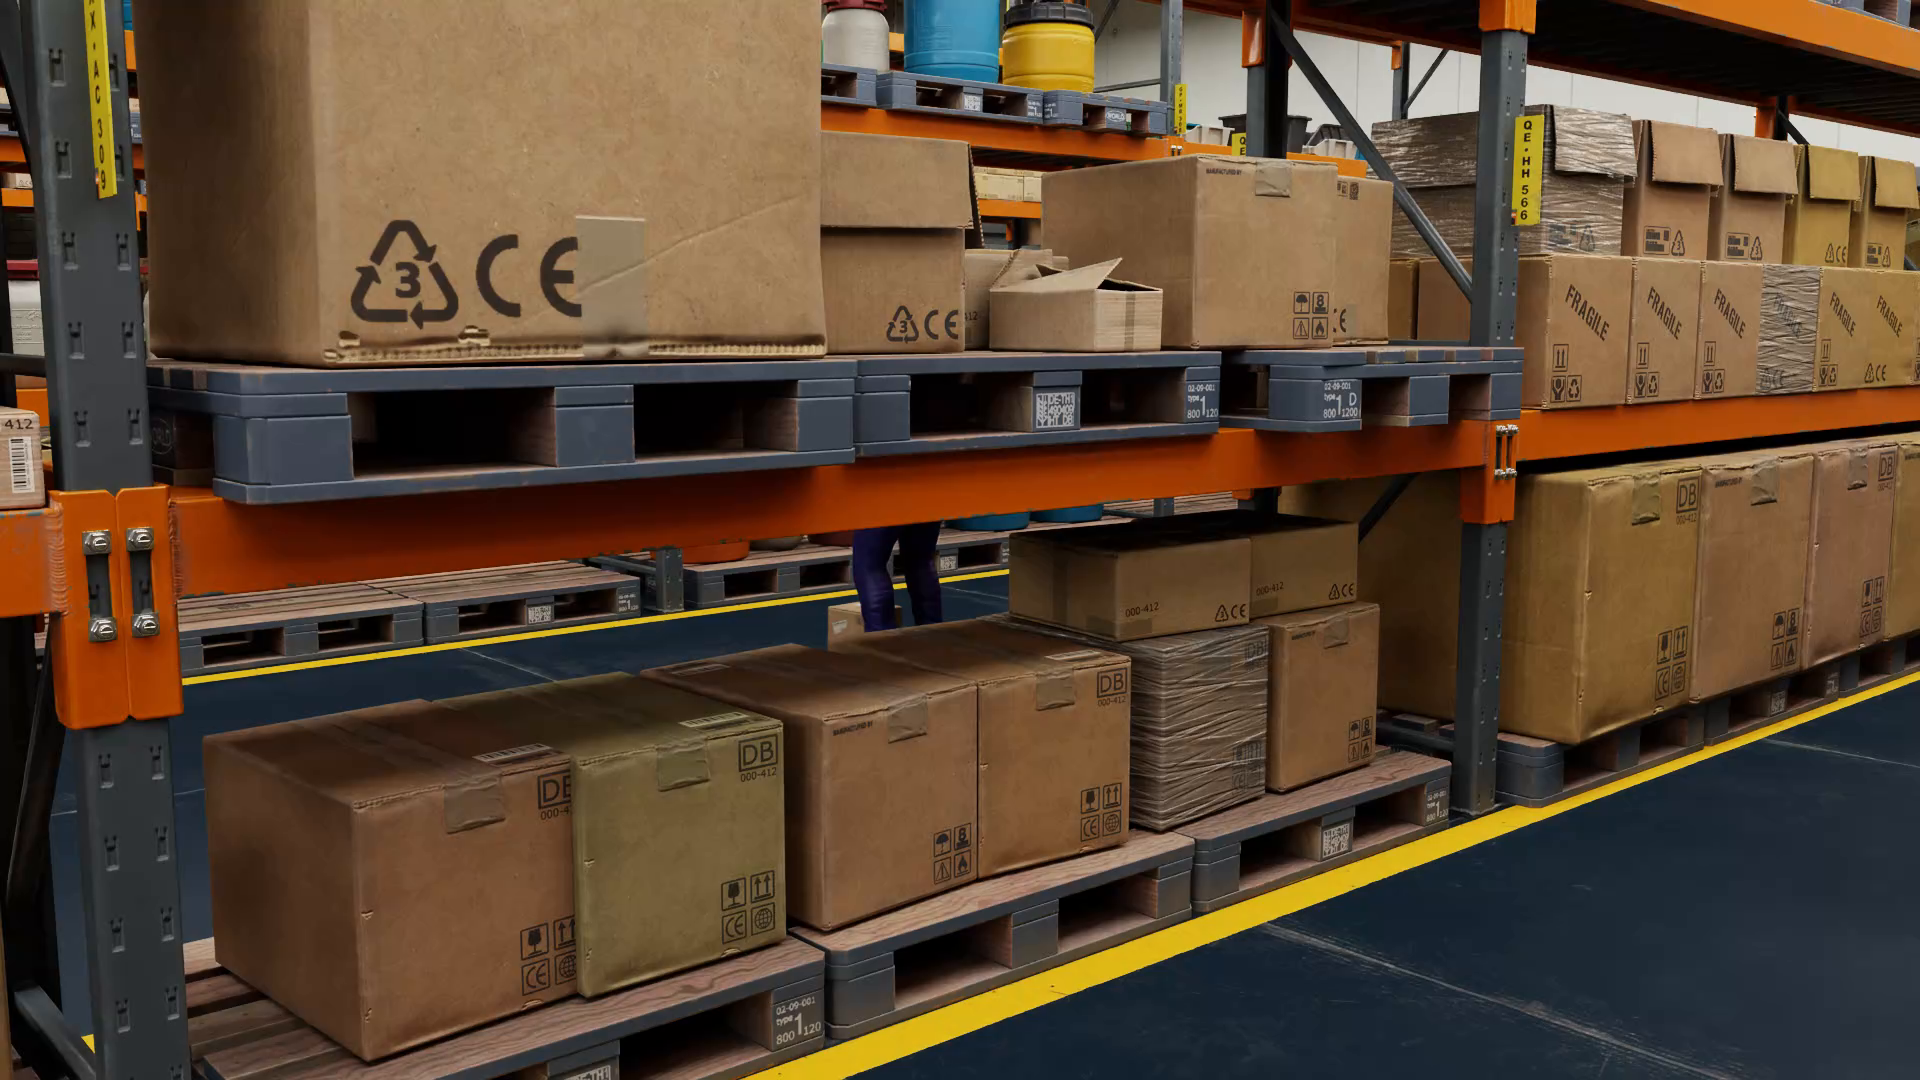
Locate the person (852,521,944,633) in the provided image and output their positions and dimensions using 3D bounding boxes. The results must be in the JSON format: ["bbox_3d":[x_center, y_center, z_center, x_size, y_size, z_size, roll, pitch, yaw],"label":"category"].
[{"bbox_3d":[-0.286,-0.233,7.587,0.557,1.651,0.377,-7,11,-44],"label":"person"}]
